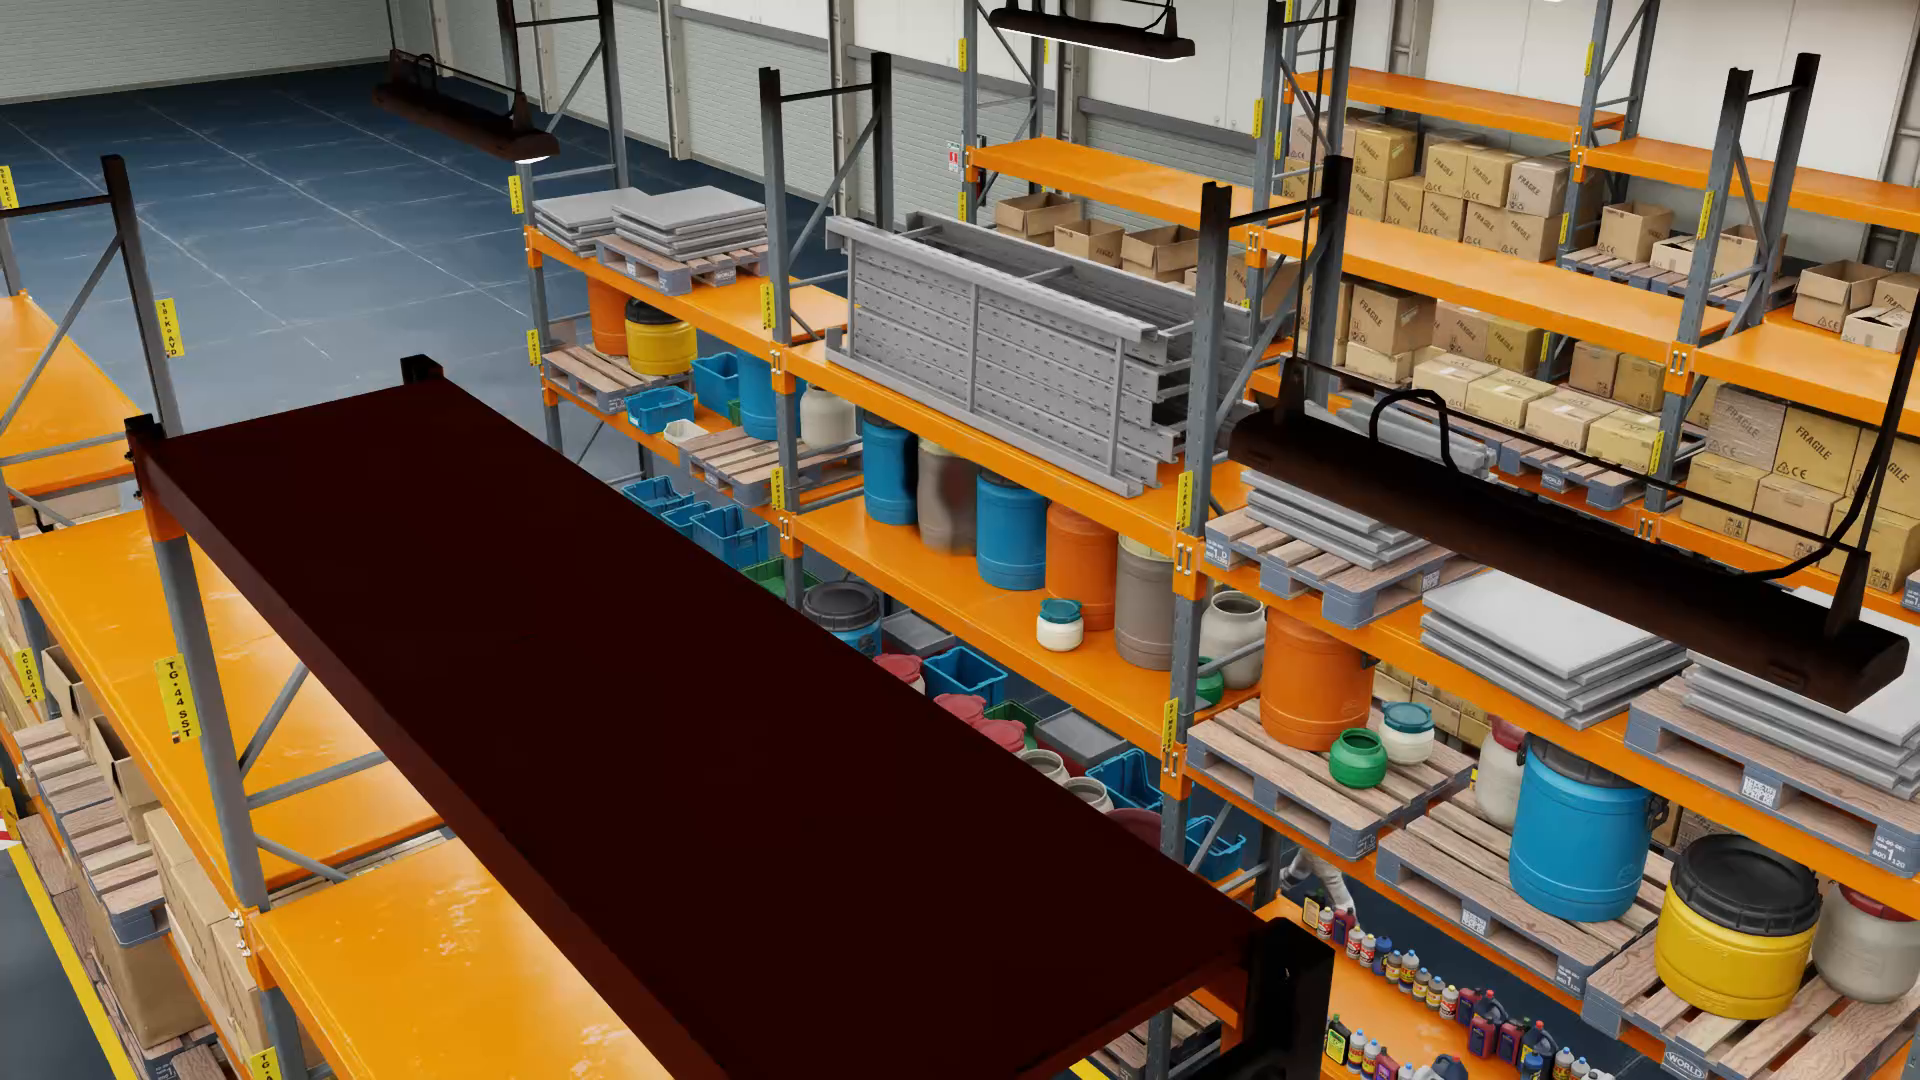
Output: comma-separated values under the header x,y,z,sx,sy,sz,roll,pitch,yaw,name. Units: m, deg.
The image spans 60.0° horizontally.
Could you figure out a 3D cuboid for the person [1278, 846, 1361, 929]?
x,y,z,sx,sy,sz,roll,pitch,yaw,name
2.568,2.013,11.989,0.614,1.720,1.059,-21,33,-36,person
